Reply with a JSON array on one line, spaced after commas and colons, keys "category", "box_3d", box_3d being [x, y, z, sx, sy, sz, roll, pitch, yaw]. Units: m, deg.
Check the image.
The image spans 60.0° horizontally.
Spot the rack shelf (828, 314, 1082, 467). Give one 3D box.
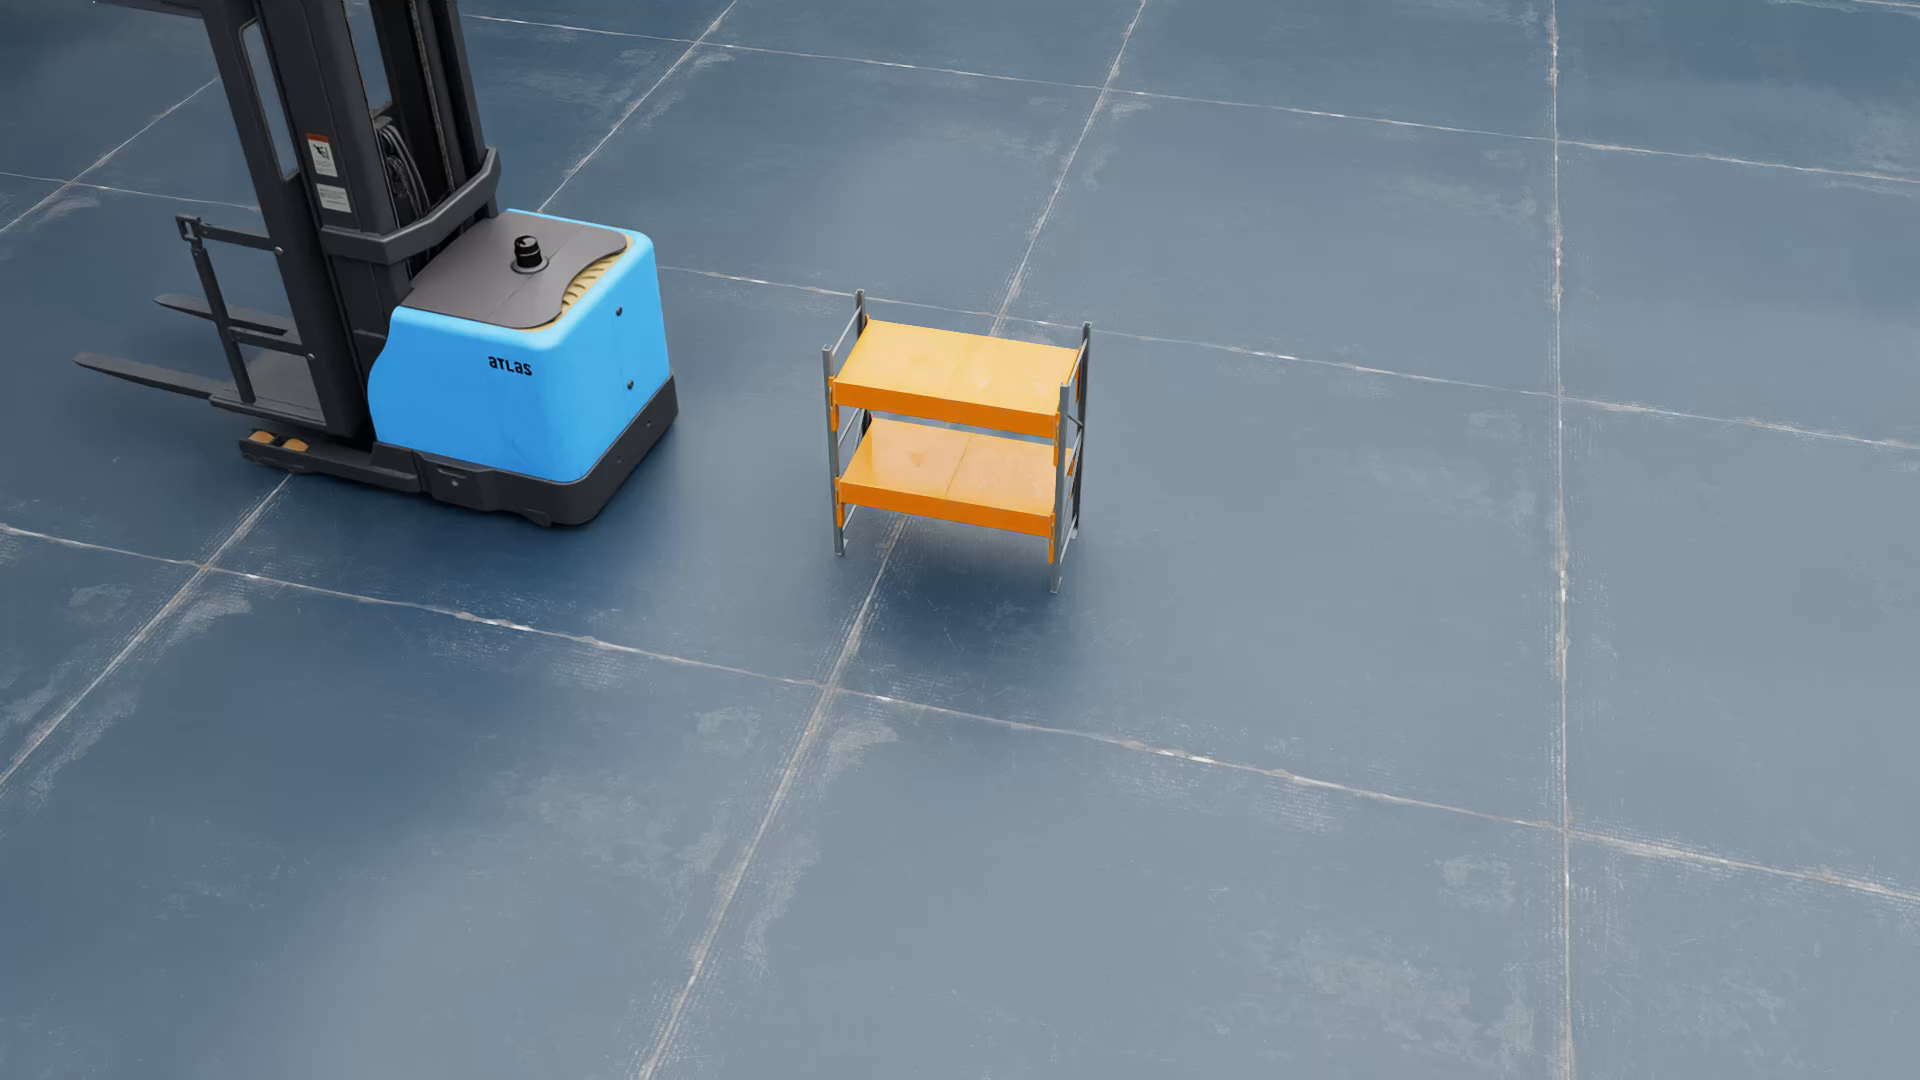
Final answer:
[{"category": "rack shelf", "box_3d": [-0.007, -0.656, 7.201, 1.000, 0.278, 0.538, 10, 41, 11]}]

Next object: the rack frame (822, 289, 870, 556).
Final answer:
[{"category": "rack frame", "box_3d": [-0.498, -0.516, 7.490, 0.032, 1.125, 0.500, 10, 41, 11]}]

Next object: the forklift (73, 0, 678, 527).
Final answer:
[{"category": "forklift", "box_3d": [-2.998, -1.756, 7.561, 3.031, 2.935, 1.130, 13, 42, 15]}]

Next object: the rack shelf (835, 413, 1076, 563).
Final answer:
[{"category": "rack shelf", "box_3d": [-0.007, -0.245, 7.547, 1.000, 0.278, 0.538, 10, 41, 11]}]

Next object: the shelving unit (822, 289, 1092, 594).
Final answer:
[{"category": "shelving unit", "box_3d": [-0.007, -0.432, 7.390, 1.048, 1.125, 0.538, 10, 41, 11]}]

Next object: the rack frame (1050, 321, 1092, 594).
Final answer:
[{"category": "rack frame", "box_3d": [0.485, -0.347, 7.289, 0.032, 1.125, 0.500, 10, 41, 11]}]
